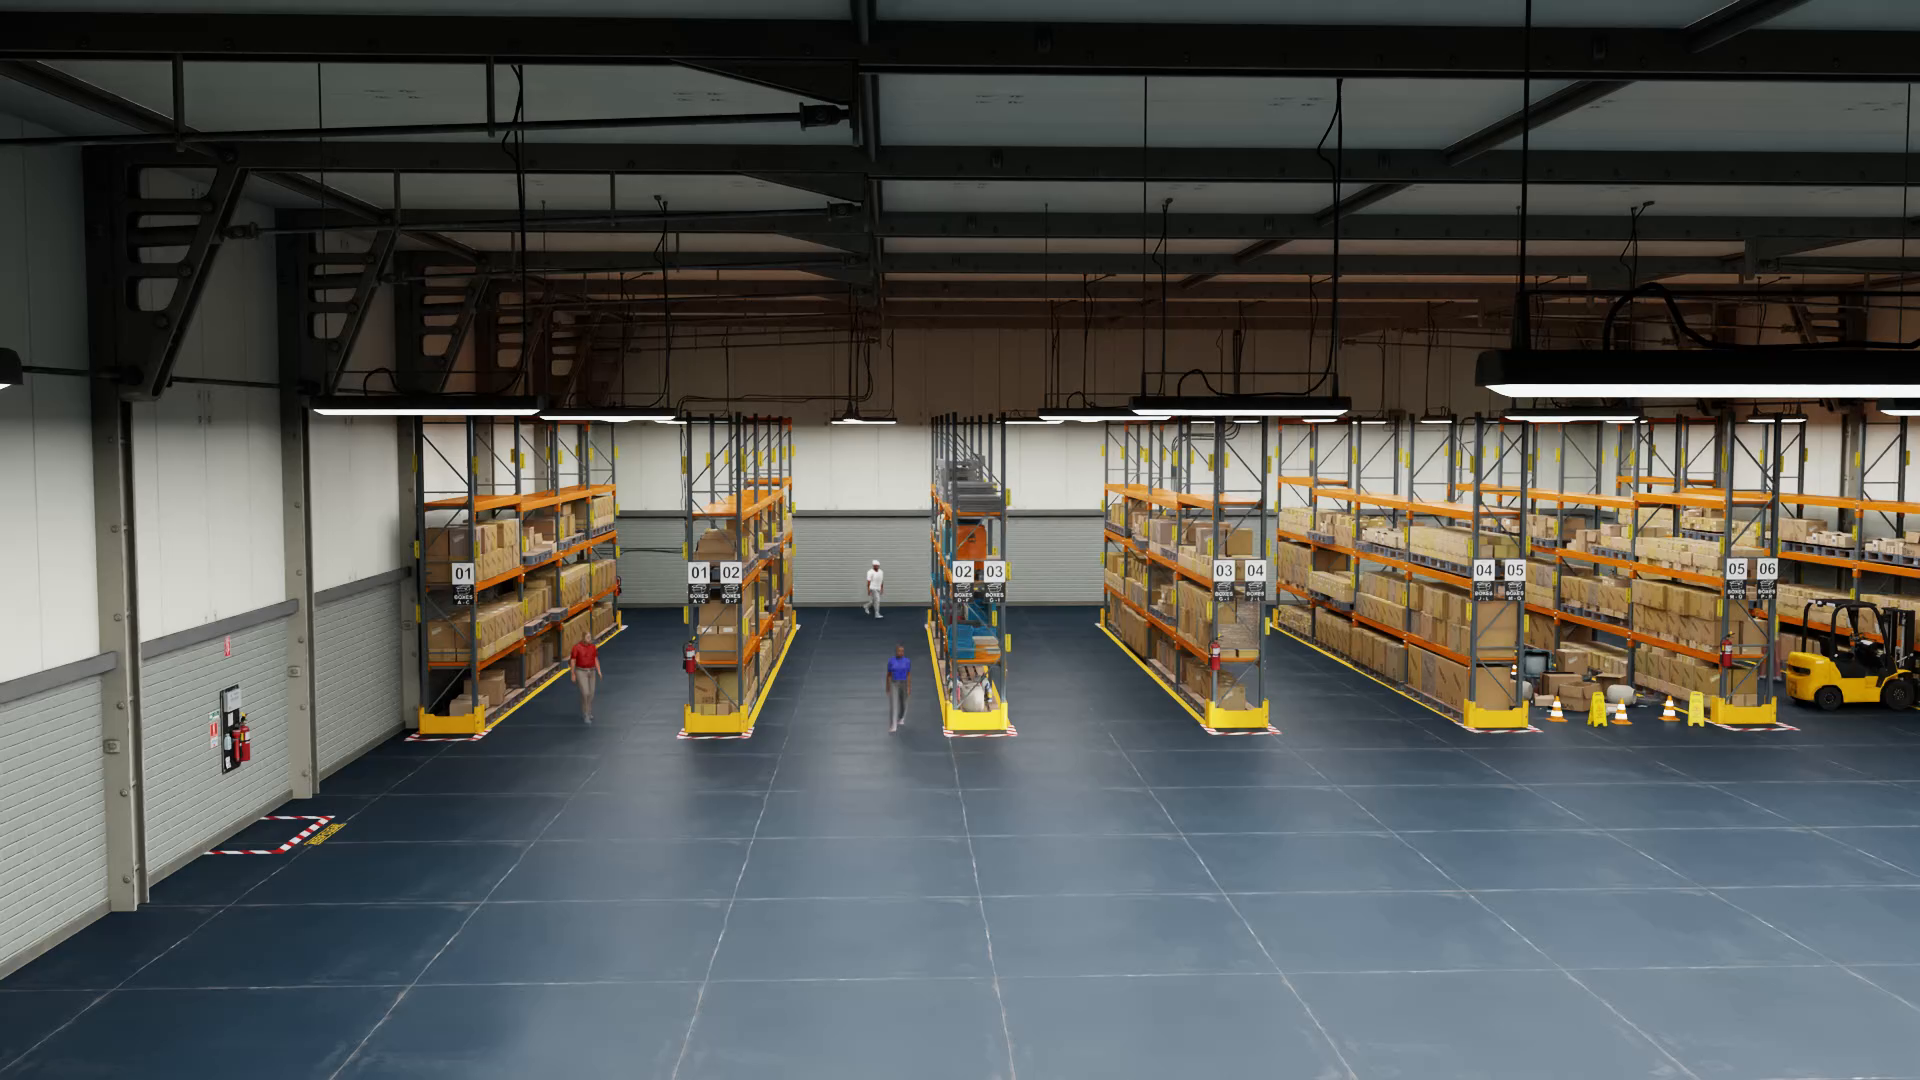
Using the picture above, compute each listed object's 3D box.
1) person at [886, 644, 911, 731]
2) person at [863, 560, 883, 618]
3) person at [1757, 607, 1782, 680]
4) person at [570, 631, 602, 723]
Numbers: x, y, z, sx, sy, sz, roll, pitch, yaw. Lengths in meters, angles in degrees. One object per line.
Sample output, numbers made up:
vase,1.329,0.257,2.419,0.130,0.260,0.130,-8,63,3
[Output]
person,-1.178,2.766,31.489,0.474,1.615,0.833,-1,4,-14
person,-2.582,1.458,49.873,0.885,1.738,0.562,3,5,35
person,18.366,2.351,37.637,0.449,1.697,0.683,-1,4,-16
person,-7.261,2.679,32.482,0.605,1.788,0.562,3,5,42
